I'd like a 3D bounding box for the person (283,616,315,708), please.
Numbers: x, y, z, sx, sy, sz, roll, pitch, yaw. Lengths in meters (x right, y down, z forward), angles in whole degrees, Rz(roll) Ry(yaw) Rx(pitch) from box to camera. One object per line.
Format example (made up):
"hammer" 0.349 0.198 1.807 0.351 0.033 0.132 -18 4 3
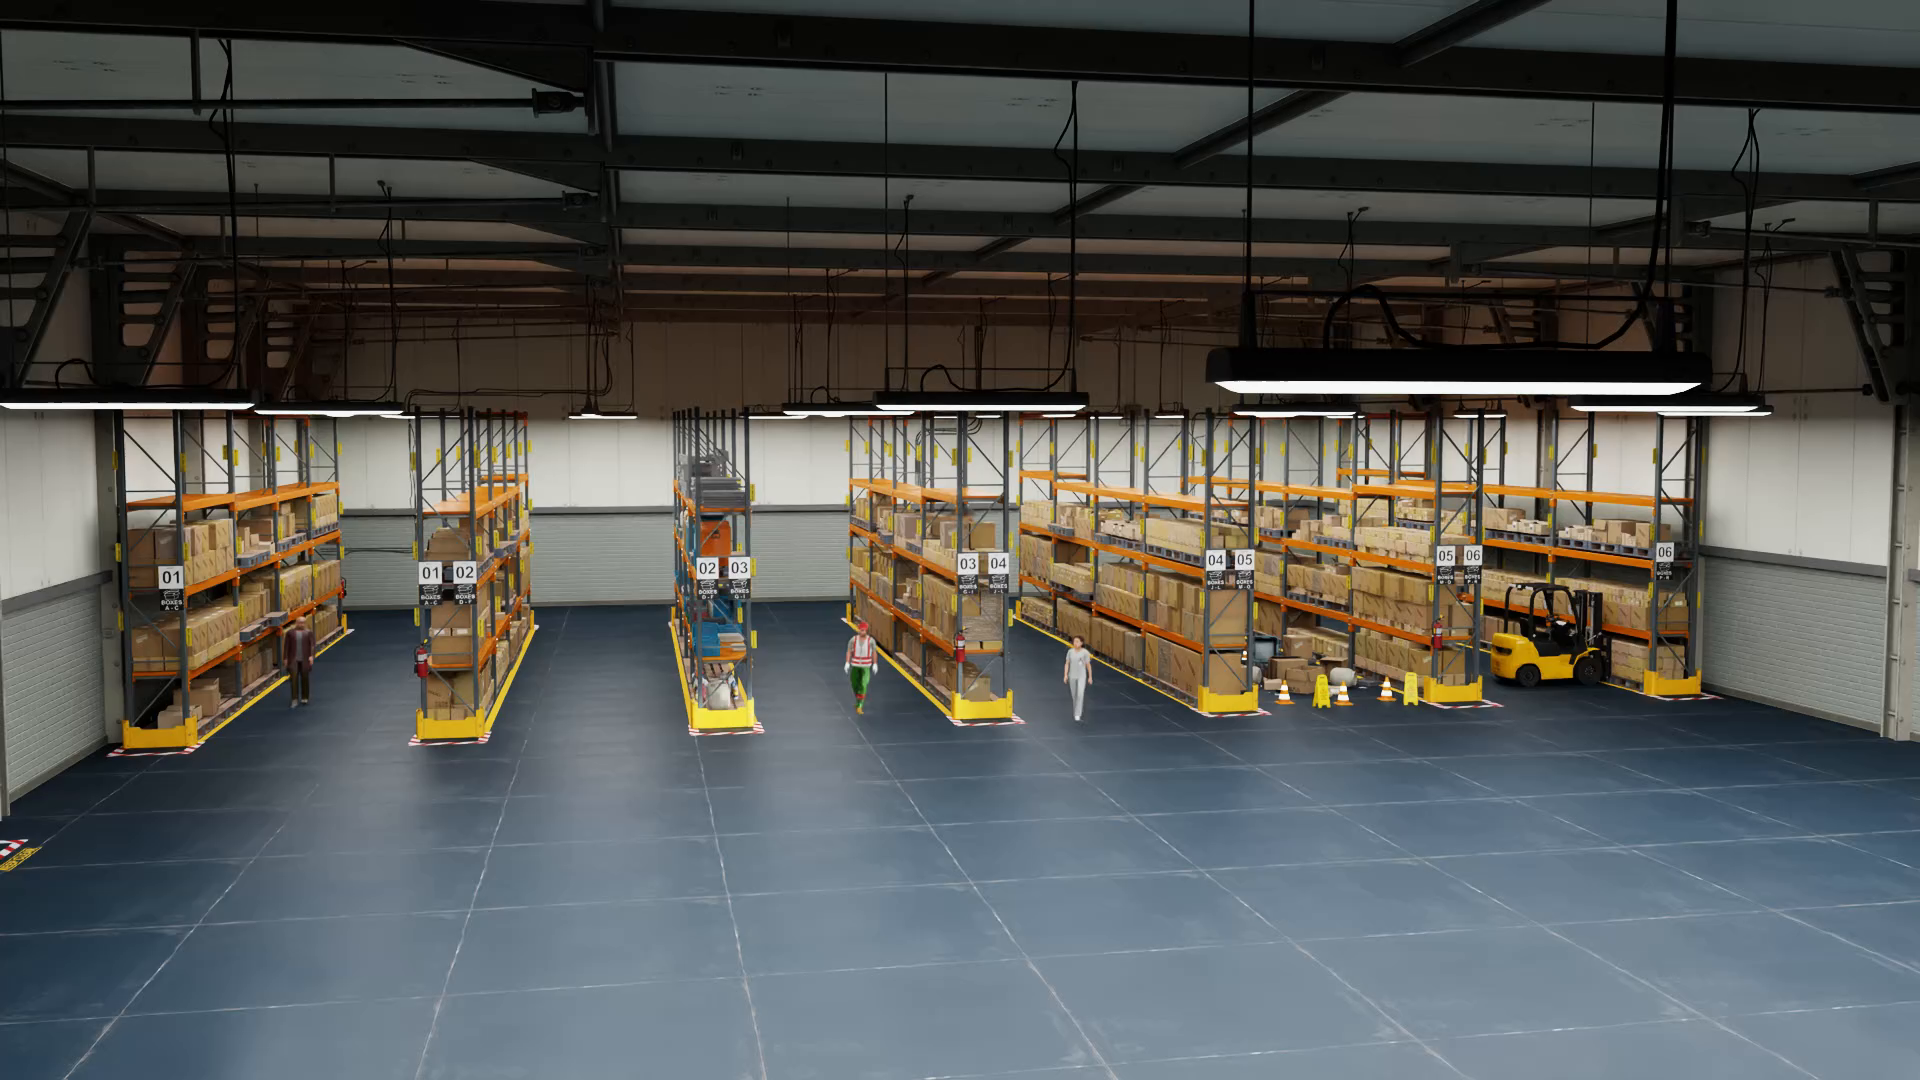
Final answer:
"person" -13.353 2.463 33.621 0.619 1.794 0.799 -2 4 -23

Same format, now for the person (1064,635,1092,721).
"person" 2.230 2.633 31.808 0.487 1.618 0.977 2 4 22

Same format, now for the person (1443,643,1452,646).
"person" 11.042 2.144 38.016 0.586 1.756 0.532 0 4 -4

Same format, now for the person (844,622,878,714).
"person" -1.956 2.513 32.932 0.636 1.782 0.790 0 4 2
